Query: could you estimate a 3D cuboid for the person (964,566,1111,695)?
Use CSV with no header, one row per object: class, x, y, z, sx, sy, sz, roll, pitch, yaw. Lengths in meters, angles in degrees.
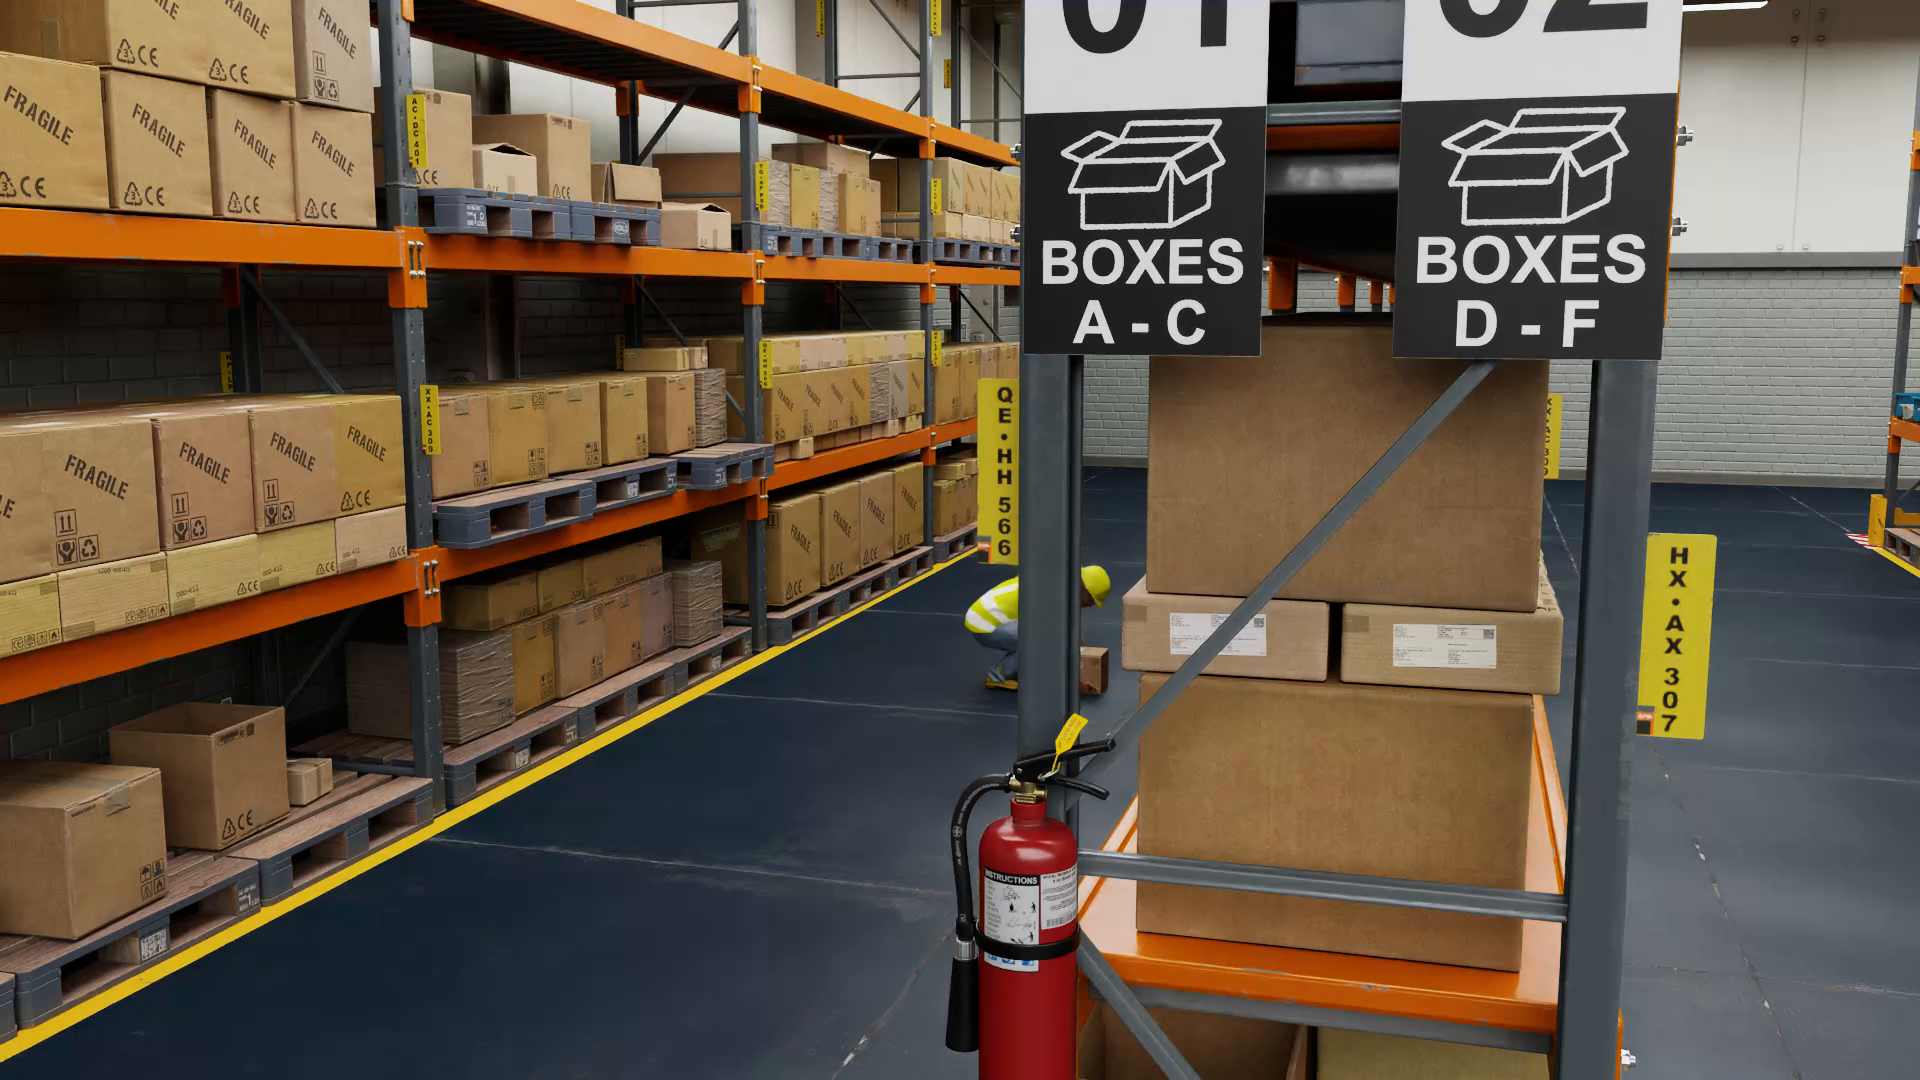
person,0.511,0.598,10.812,0.928,0.896,0.544,2,9,16
